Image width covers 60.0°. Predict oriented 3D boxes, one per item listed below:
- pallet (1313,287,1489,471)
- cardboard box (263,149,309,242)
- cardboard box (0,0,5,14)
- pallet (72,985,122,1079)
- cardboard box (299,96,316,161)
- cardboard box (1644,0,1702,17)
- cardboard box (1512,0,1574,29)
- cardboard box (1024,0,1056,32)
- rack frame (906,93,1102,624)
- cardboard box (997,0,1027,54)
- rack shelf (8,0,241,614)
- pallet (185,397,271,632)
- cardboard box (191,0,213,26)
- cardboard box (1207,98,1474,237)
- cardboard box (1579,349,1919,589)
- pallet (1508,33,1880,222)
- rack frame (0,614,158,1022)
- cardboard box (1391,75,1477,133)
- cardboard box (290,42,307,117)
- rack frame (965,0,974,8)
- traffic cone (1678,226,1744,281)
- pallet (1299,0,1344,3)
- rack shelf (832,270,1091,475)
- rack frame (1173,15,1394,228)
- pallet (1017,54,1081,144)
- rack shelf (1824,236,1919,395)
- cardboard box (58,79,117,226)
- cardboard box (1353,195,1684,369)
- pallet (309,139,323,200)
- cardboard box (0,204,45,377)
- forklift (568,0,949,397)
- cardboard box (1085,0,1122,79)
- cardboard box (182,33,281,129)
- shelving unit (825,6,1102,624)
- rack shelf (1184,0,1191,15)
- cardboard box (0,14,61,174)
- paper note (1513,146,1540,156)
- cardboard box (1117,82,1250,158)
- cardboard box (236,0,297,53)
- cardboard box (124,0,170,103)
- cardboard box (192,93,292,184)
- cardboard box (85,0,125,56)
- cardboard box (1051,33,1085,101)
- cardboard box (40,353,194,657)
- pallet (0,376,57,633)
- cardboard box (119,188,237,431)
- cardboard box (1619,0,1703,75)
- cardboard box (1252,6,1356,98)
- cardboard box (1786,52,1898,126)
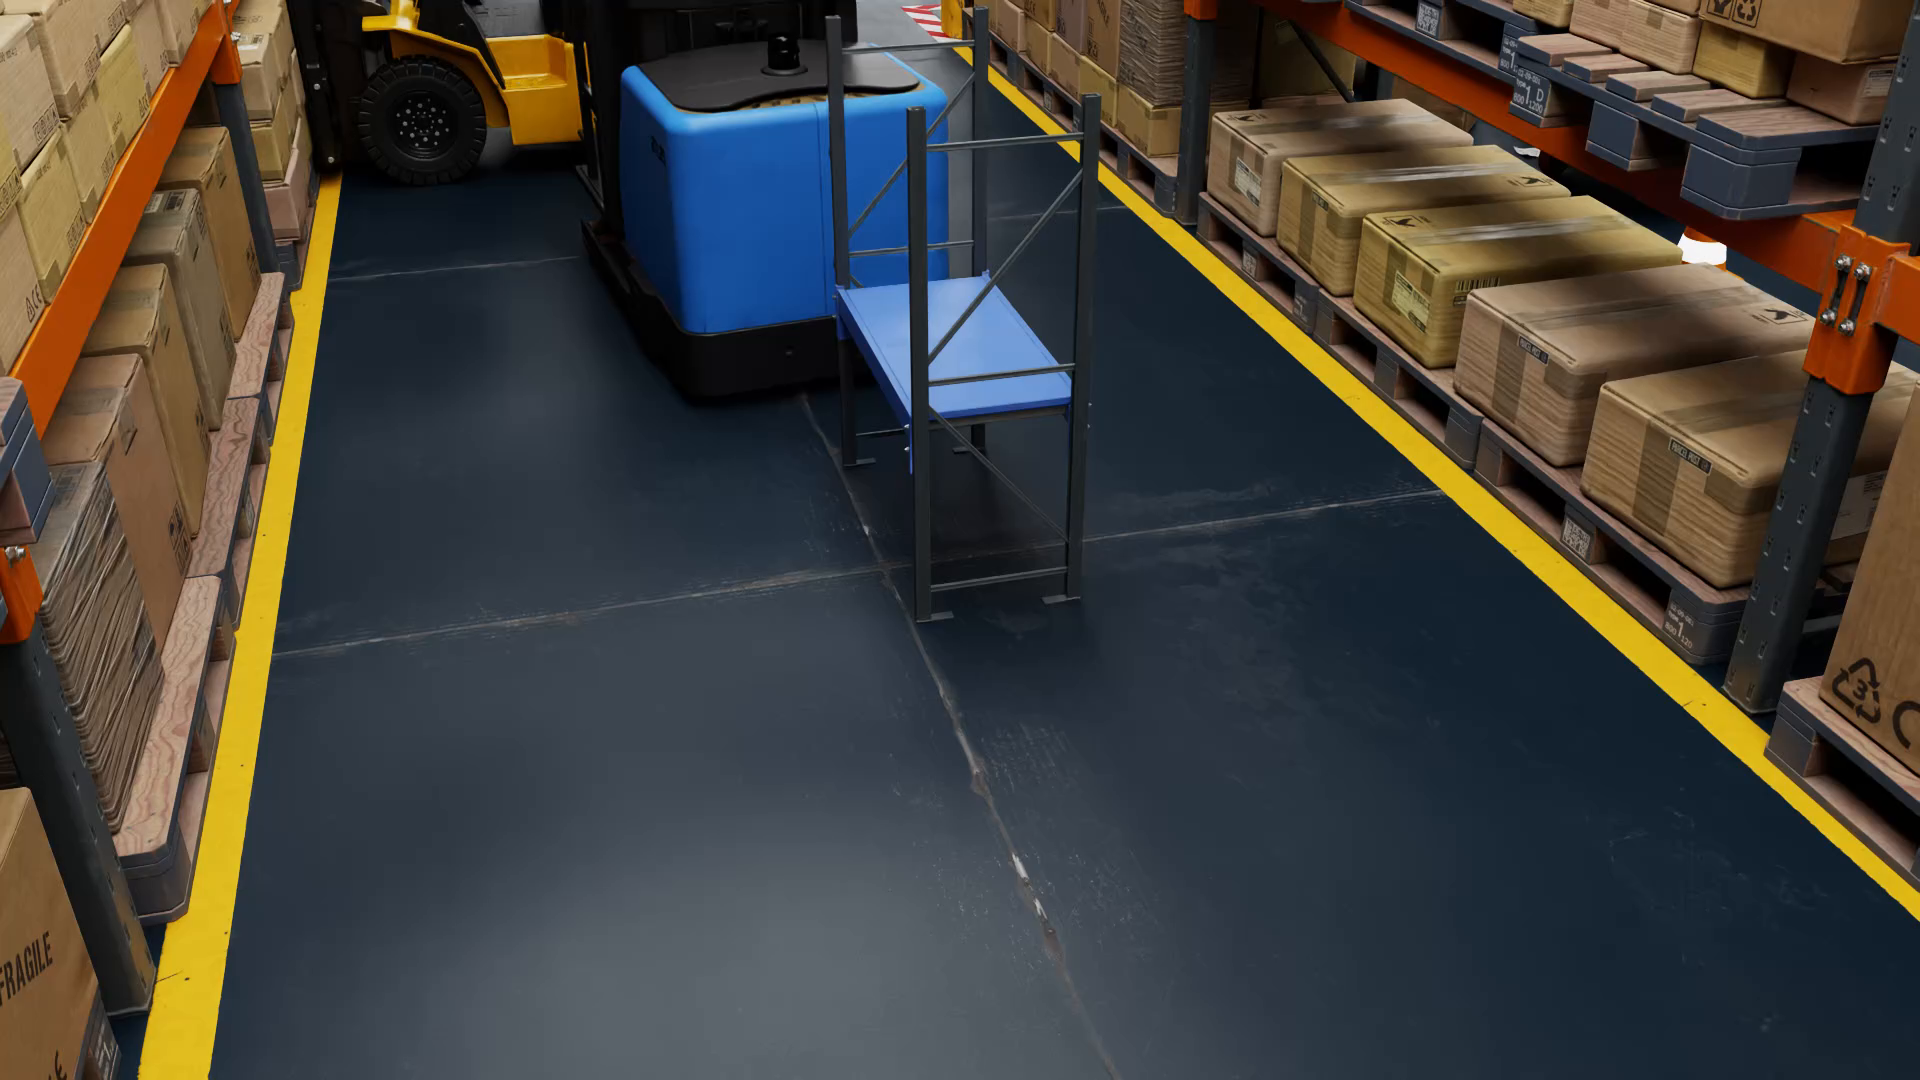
[{"bbox_3d":[2.045,-0.680,6.214,1.003,0.211,1.213,-8,31,-13],"label":"pallet"},{"bbox_3d":[-3.084,-1.461,7.105,0.500,0.250,0.500,-8,31,-13],"label":"cardboard box"},{"bbox_3d":[-2.261,-1.150,3.496,0.380,0.149,0.250,-8,31,-13],"label":"cardboard box"},{"bbox_3d":[-2.052,1.313,2.771,1.003,0.211,1.213,-8,31,-13],"label":"pallet"},{"bbox_3d":[-3.385,-1.950,7.950,0.500,0.250,0.500,-7,31,-12],"label":"cardboard box"},{"bbox_3d":[2.035,-1.706,4.387,0.500,0.500,0.500,-8,31,-14],"label":"cardboard box"},{"bbox_3d":[1.861,-1.610,4.870,0.380,0.149,0.250,-7,31,-12],"label":"cardboard box"},{"bbox_3d":[0.671,-3.168,9.306,0.500,0.500,0.500,-7,31,-12],"label":"cardboard box"},{"bbox_3d":[0.112,-0.445,4.521,0.500,1.500,0.032,-8,31,-13],"label":"rack frame"},{"bbox_3d":[0.524,-3.103,9.942,0.500,0.250,0.500,-7,31,-11],"label":"cardboard box"},{"bbox_3d":[-2.744,-0.914,4.553,1.077,0.370,4.000,-8,31,-13],"label":"rack shelf"},{"bbox_3d":[-2.714,-0.043,5.114,1.003,0.211,1.213,-8,31,-13],"label":"pallet"},{"bbox_3d":[-2.889,-1.918,5.719,0.500,0.250,0.500,-7,31,-12],"label":"cardboard box"},{"bbox_3d":[1.651,-1.644,7.301,0.950,0.372,0.625,-7,31,-13],"label":"cardboard box"},{"bbox_3d":[2.431,-0.240,4.874,0.950,0.372,0.625,-10,32,-17],"label":"cardboard box"},{"bbox_3d":[2.279,-1.168,4.465,1.213,0.211,1.003,-8,31,-13],"label":"pallet"},{"bbox_3d":[-2.213,-0.259,2.704,1.000,3.000,0.127,-8,31,-13],"label":"rack frame"},{"bbox_3d":[2.537,-2.471,9.017,0.500,0.500,0.500,13,32,21],"label":"cardboard box"},{"bbox_3d":[-3.364,-2.161,7.816,0.500,0.250,0.500,-8,31,-14],"label":"cardboard box"},{"bbox_3d":[0.448,-4.785,10.522,1.000,3.000,0.127,-8,31,-13],"label":"rack frame"},{"bbox_3d":[3.189,-1.342,7.107,0.336,0.463,0.334,-8,31,-13],"label":"traffic cone"},{"bbox_3d":[1.572,-2.381,6.562,1.003,0.211,1.213,-8,31,-13],"label":"pallet"},{"bbox_3d":[-0.023,-0.535,5.036,0.538,0.185,1.000,-8,31,-13],"label":"rack shelf"},{"bbox_3d":[1.510,-2.853,7.185,1.000,3.000,0.127,-8,31,-13],"label":"rack frame"},{"bbox_3d":[0.970,-2.556,9.455,1.003,0.211,1.213,-8,31,-13],"label":"pallet"},{"bbox_3d":[3.102,0.356,2.358,1.077,0.370,4.000,-8,31,-13],"label":"rack shelf"},{"bbox_3d":[-2.368,-0.933,4.017,0.500,0.250,0.500,-9,31,-15],"label":"cardboard box"},{"bbox_3d":[2.032,-0.962,6.122,0.950,0.372,0.625,-7,31,-12],"label":"cardboard box"},{"bbox_3d":[-3.773,-1.964,8.433,1.003,0.211,1.213,-8,31,-13],"label":"pallet"},{"bbox_3d":[-2.095,-0.441,3.168,0.500,0.250,0.500,-8,31,-13],"label":"cardboard box"},{"bbox_3d":[-1.043,-2.508,6.658,1.130,2.935,3.031,-11,32,-19],"label":"forklift"},{"bbox_3d":[0.957,-2.665,8.437,0.500,0.500,0.500,-7,31,-12],"label":"cardboard box"},{"bbox_3d":[-3.101,-1.891,6.850,0.500,0.250,0.500,-8,31,-14],"label":"cardboard box"},{"bbox_3d":[-0.023,-0.690,4.945,0.538,1.500,1.048,-8,31,-13],"label":"shelving unit"},{"bbox_3d":[0.979,-3.508,9.034,1.077,0.370,4.000,-8,31,-13],"label":"rack shelf"},{"bbox_3d":[-2.227,-0.900,3.460,0.500,0.250,0.500,-7,31,-12],"label":"cardboard box"},{"bbox_3d":[3.014,-2.051,8.763,0.148,0.019,0.142,-8,31,-13],"label":"paper note"},{"bbox_3d":[1.094,-2.095,8.200,0.500,0.250,0.500,-6,31,-11],"label":"cardboard box"},{"bbox_3d":[-3.370,-2.378,7.692,0.500,0.250,0.500,-7,31,-12],"label":"cardboard box"},{"bbox_3d":[-2.648,-1.432,4.879,0.500,0.250,0.500,-8,31,-13],"label":"cardboard box"},{"bbox_3d":[-3.106,-1.674,6.974,0.500,0.250,0.500,-8,31,-14],"label":"cardboard box"},{"bbox_3d":[-2.509,-1.398,4.322,0.500,0.250,0.500,-7,31,-13],"label":"cardboard box"},{"bbox_3d":[0.812,-2.597,9.067,0.500,0.250,0.500,-7,31,-13],"label":"cardboard box"},{"bbox_3d":[-2.547,-0.031,4.260,0.875,0.625,0.625,-7,31,-12],"label":"cardboard box"},{"bbox_3d":[-1.966,0.142,2.202,1.213,0.211,1.003,-8,31,-13],"label":"pallet"},{"bbox_3d":[-2.927,-0.719,5.449,0.875,0.625,0.625,-8,31,-14],"label":"cardboard box"},{"bbox_3d":[2.006,-1.357,4.431,0.380,0.149,0.250,-8,31,-14],"label":"cardboard box"},{"bbox_3d":[1.613,-2.490,8.135,0.500,0.500,0.500,-6,31,-11],"label":"cardboard box"},{"bbox_3d":[2.257,-1.121,4.024,0.380,0.149,0.250,-7,31,-11],"label":"cardboard box"}]
